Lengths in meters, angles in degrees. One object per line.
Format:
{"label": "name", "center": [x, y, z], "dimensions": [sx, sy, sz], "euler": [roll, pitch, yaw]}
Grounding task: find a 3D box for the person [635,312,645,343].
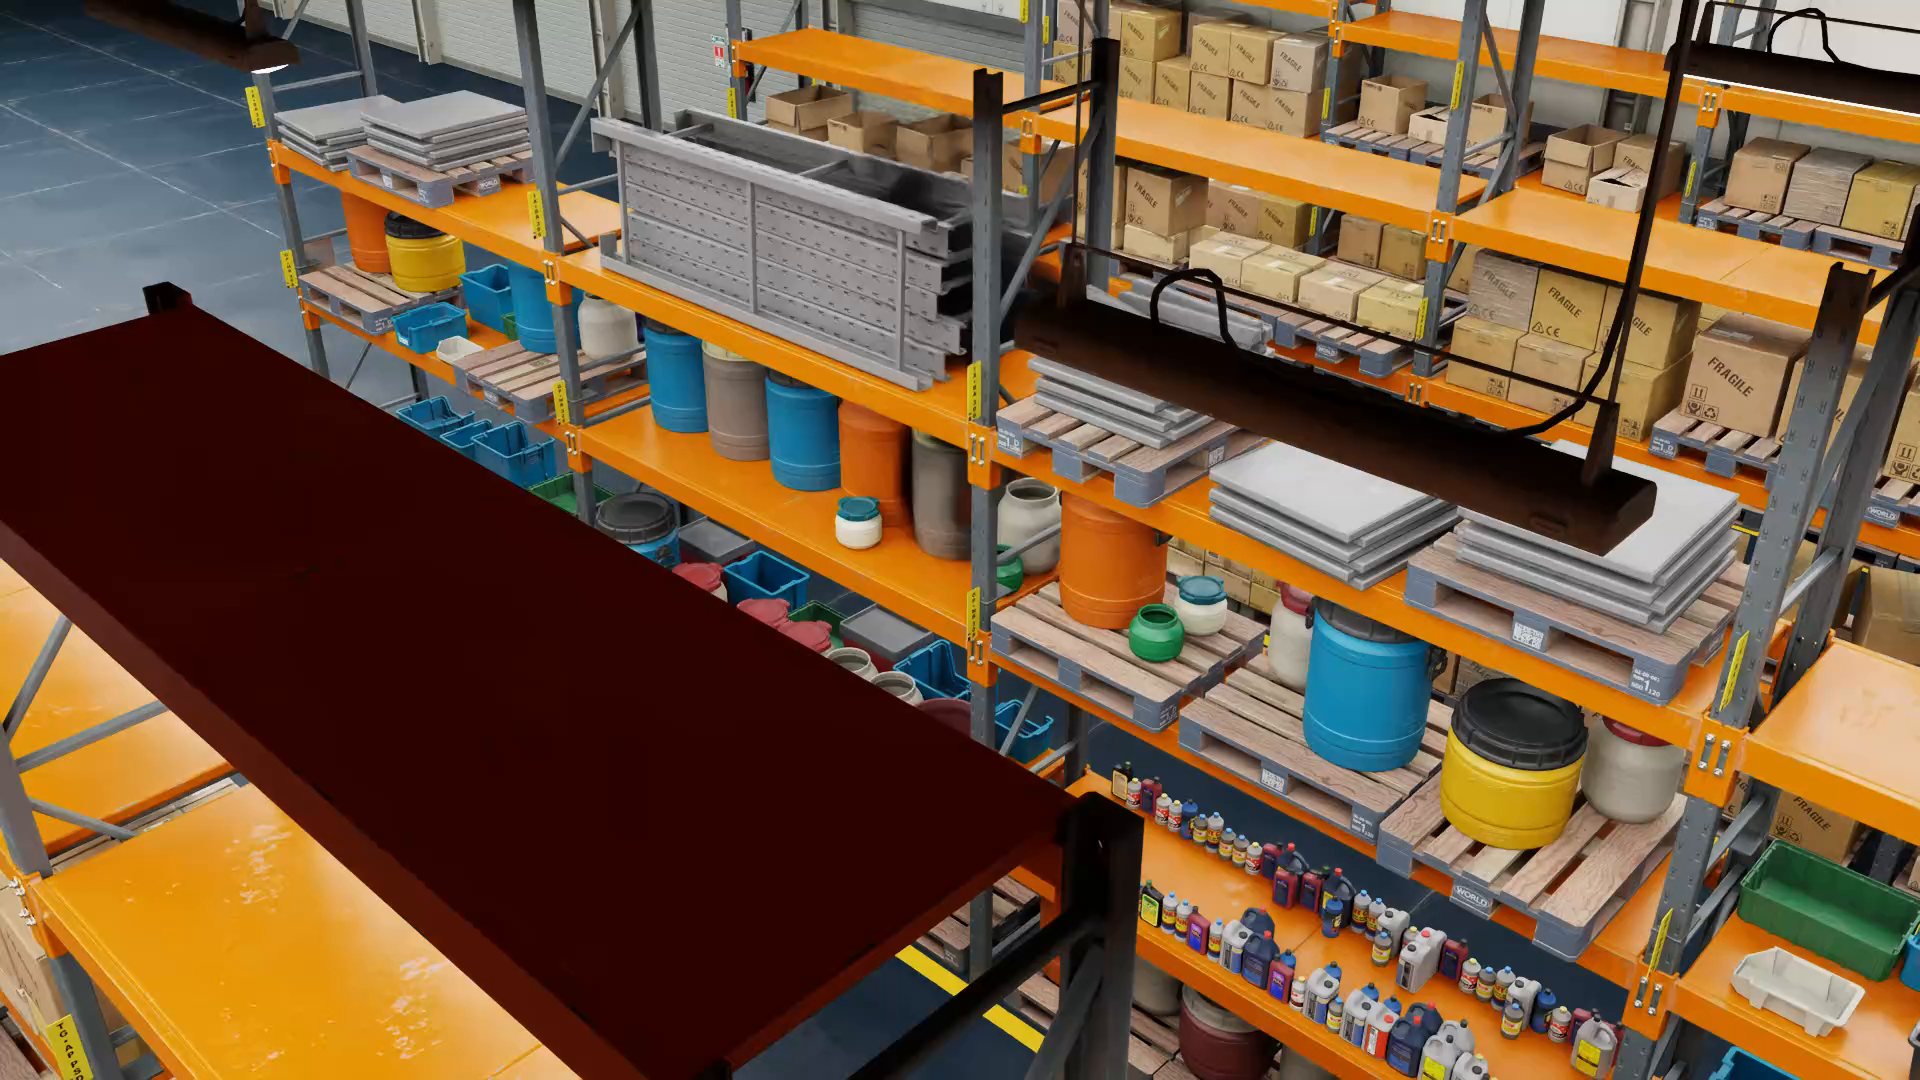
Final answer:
{"label": "person", "center": [-3.752, -2.789, 19.571], "dimensions": [0.651, 1.647, 0.613], "euler": [-2, 29, -4]}
